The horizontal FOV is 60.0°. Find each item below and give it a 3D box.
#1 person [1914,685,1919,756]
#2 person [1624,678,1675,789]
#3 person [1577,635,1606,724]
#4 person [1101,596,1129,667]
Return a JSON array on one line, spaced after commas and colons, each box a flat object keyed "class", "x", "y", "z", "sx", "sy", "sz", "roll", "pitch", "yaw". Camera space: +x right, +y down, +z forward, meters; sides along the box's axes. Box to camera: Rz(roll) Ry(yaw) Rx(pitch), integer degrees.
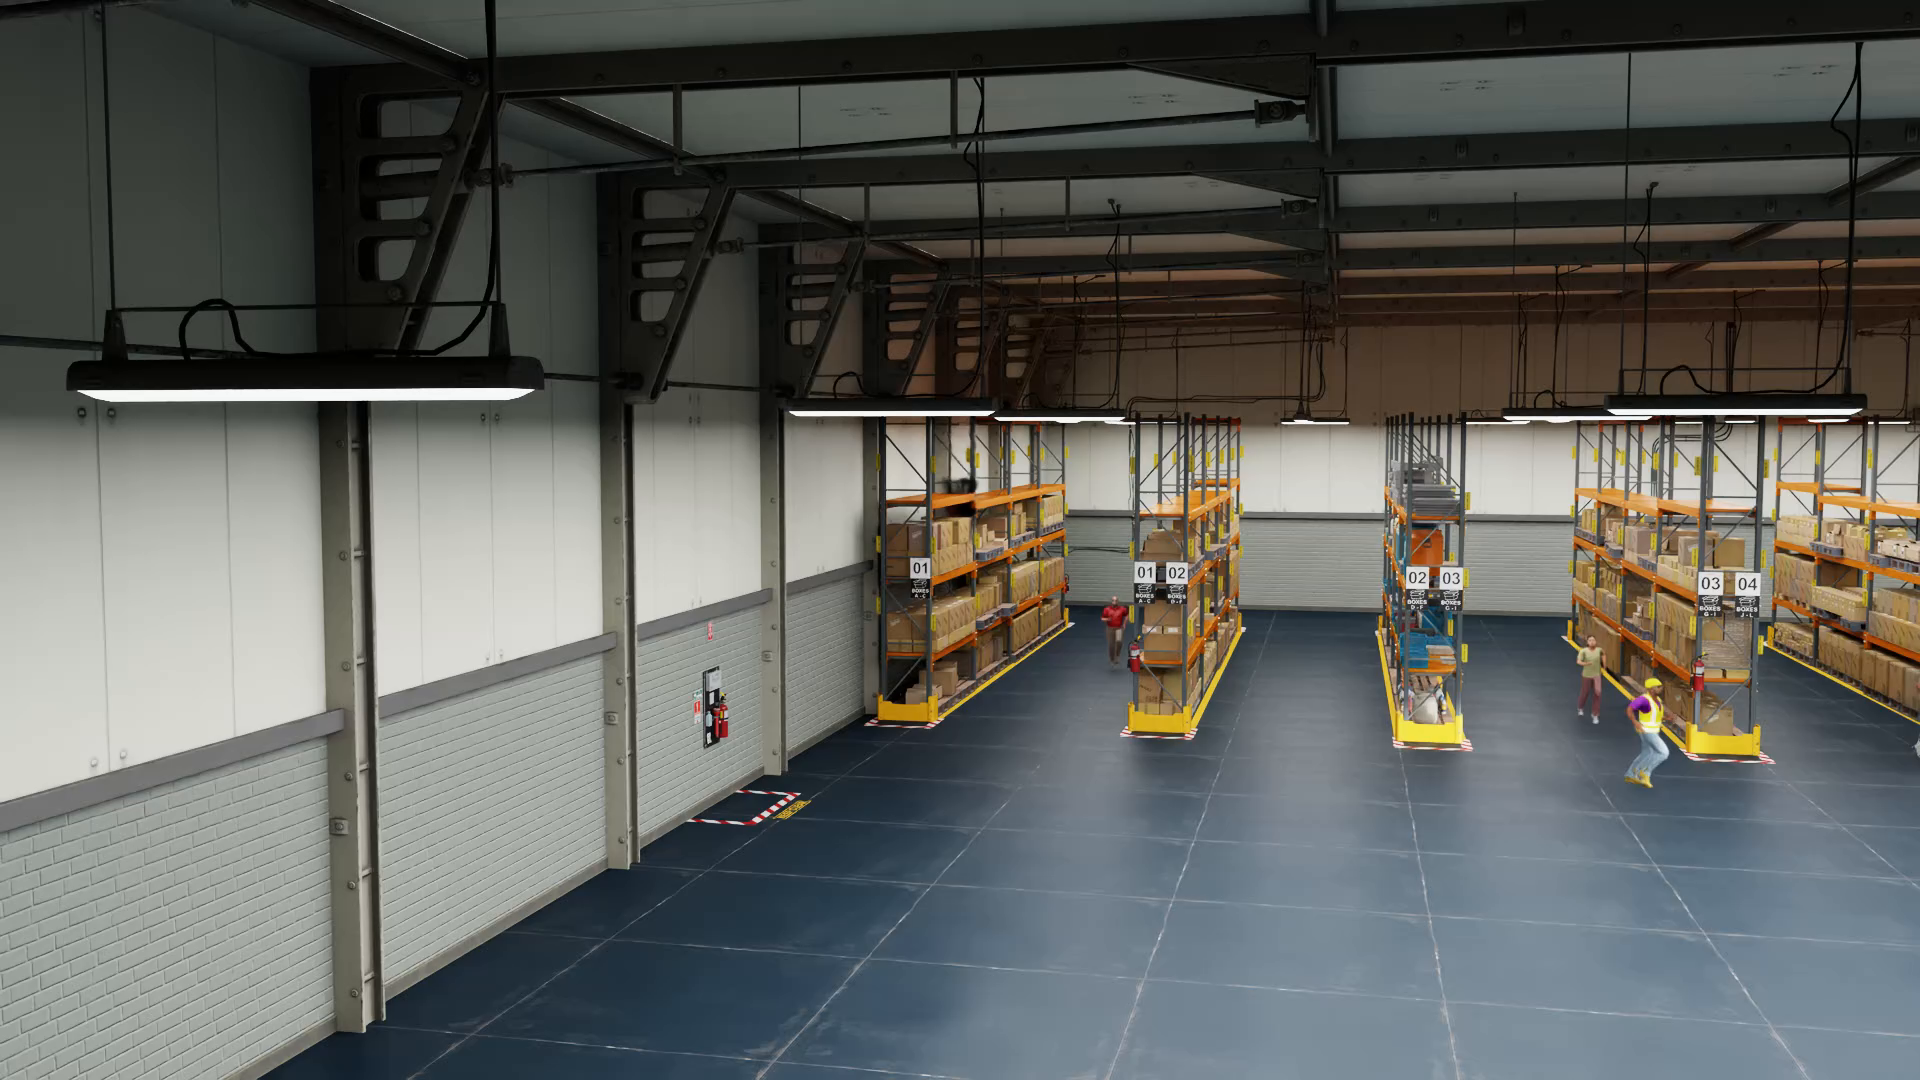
[{"class": "person", "x": 16.796, "y": 2.924, "z": 28.382, "sx": 0.707, "sy": 1.780, "sz": 0.927, "roll": -1, "pitch": 4, "yaw": -9}, {"class": "person", "x": 10.958, "y": 3.059, "z": 26.425, "sx": 0.719, "sy": 1.742, "sz": 0.685, "roll": 3, "pitch": 5, "yaw": 39}, {"class": "person", "x": 12.334, "y": 2.692, "z": 32.519, "sx": 0.581, "sy": 1.715, "sz": 0.880, "roll": 1, "pitch": 4, "yaw": 10}, {"class": "person", "x": 3.641, "y": 2.170, "z": 39.178, "sx": 0.642, "sy": 1.707, "sz": 0.809, "roll": 1, "pitch": 4, "yaw": 11}]
